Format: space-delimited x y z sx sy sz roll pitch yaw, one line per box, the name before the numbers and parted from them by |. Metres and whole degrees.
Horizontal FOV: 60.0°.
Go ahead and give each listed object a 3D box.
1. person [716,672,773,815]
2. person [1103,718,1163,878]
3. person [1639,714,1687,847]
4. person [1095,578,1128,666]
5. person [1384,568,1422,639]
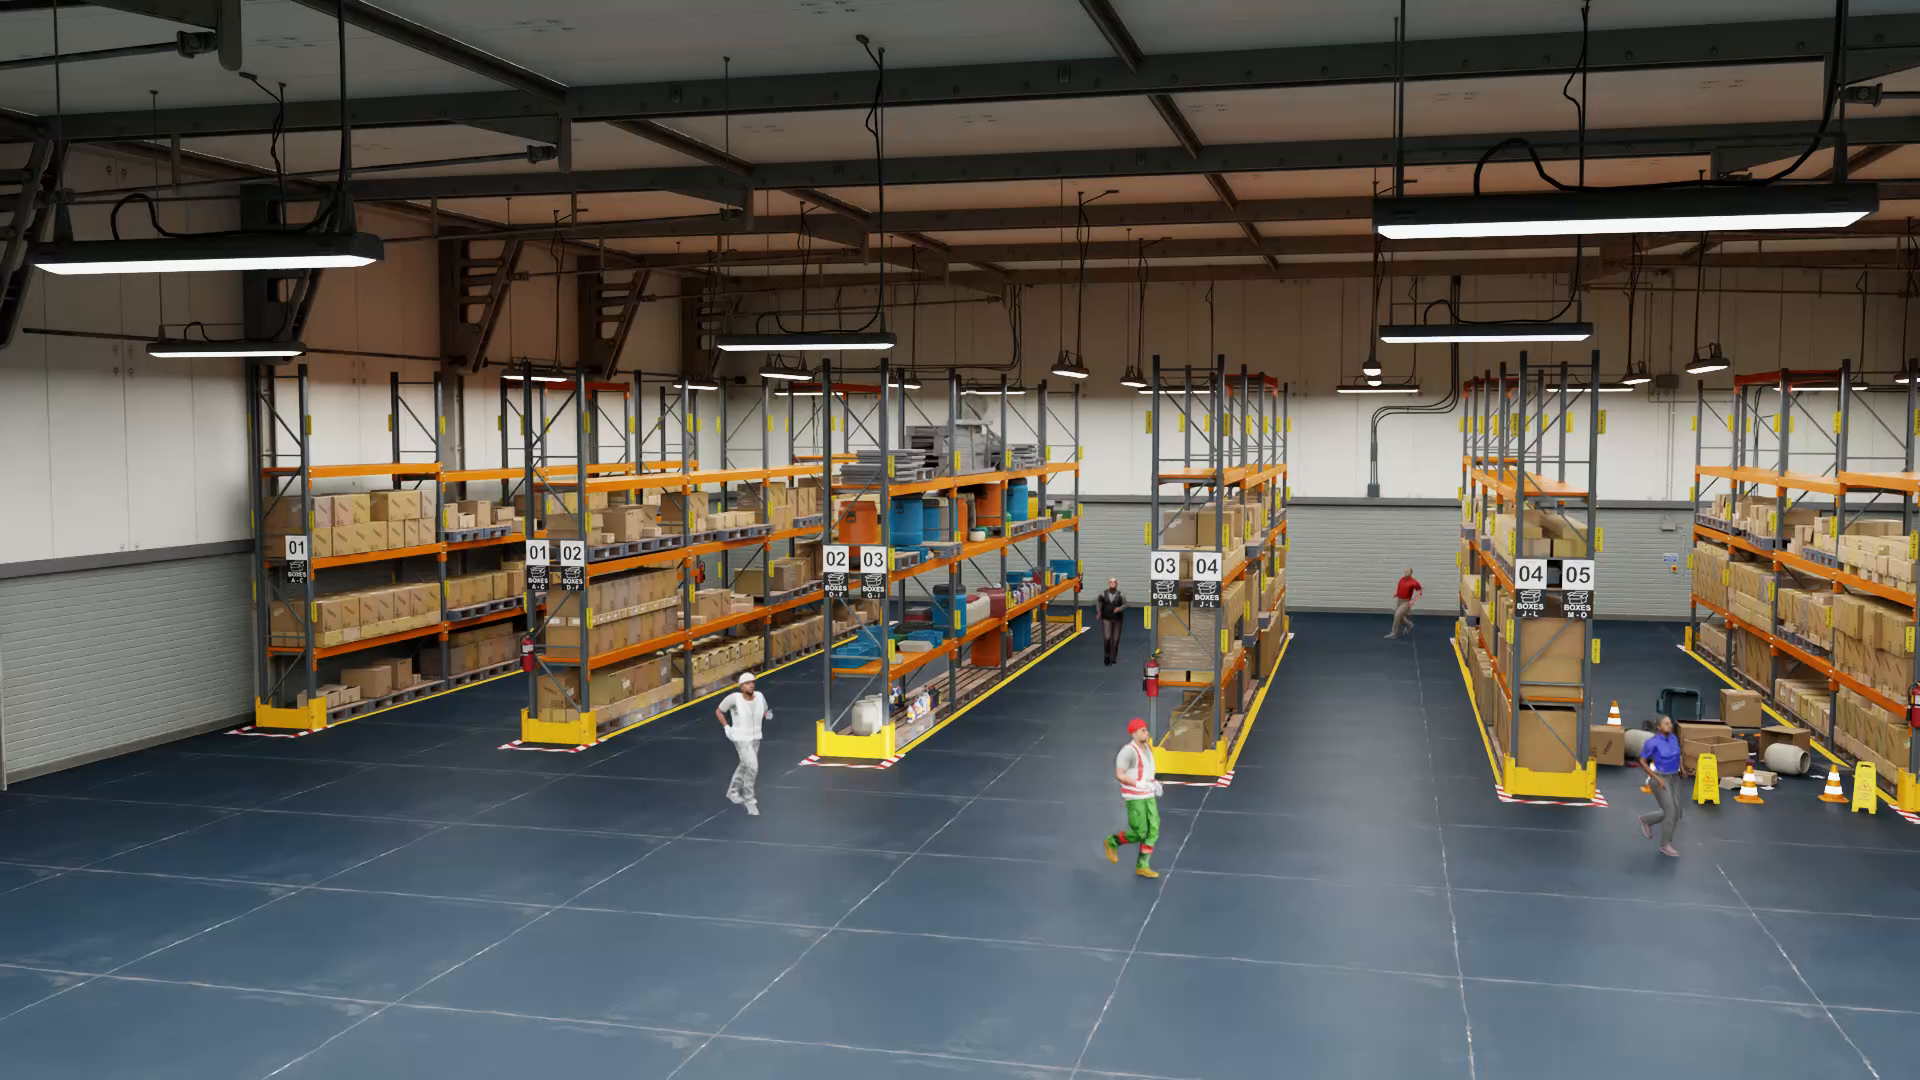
person | -2.763 2.633 21.632 0.790 1.852 0.646 4 5 43
person | 1.950 2.849 18.513 0.712 1.748 0.656 3 5 40
person | 8.247 2.814 19.537 0.576 1.550 0.531 -2 4 -25
person | 2.987 1.619 32.768 0.639 1.743 0.651 0 4 3
person | 10.412 1.480 38.866 0.902 1.675 0.721 -2 4 -27
